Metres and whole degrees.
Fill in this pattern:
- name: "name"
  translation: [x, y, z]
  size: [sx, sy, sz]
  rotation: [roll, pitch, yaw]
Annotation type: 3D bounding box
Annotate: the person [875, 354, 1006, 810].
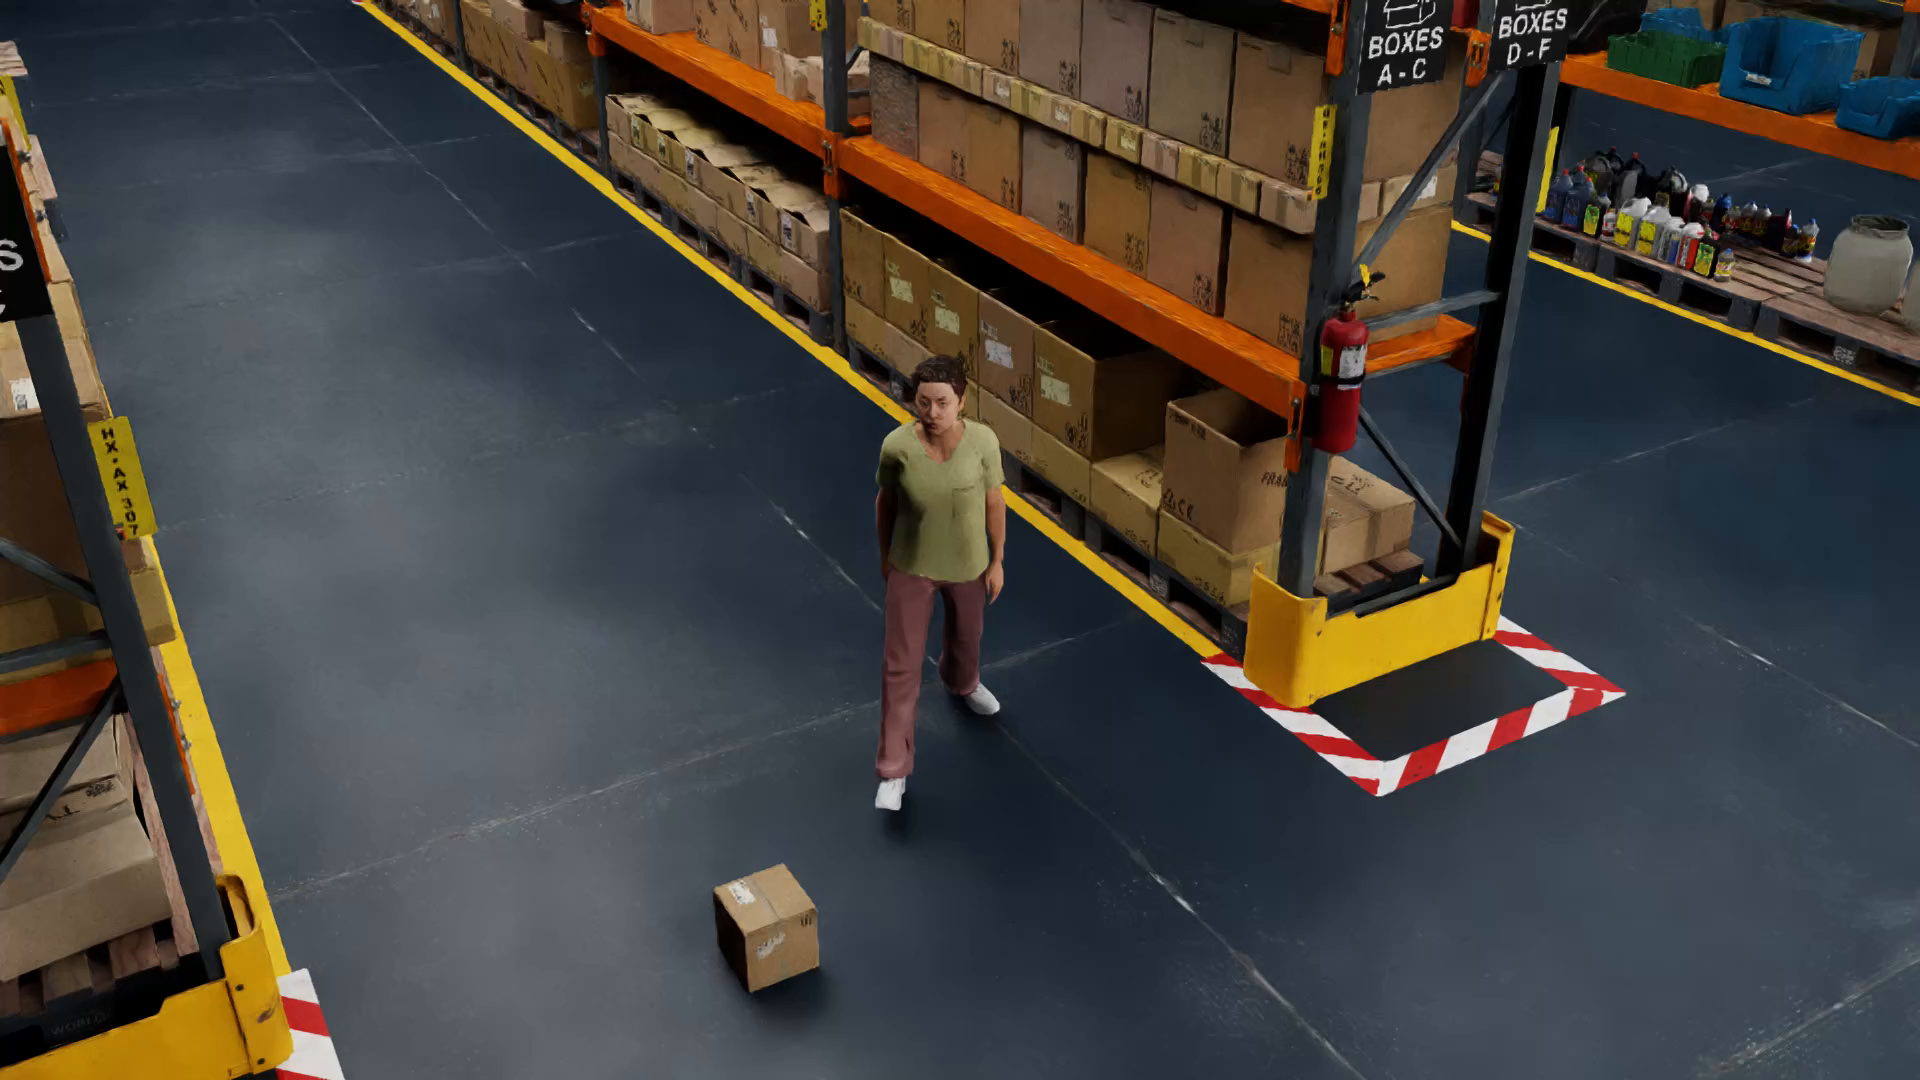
- name: "person"
  translation: [-0.082, 0.126, 5.961]
  size: [0.541, 1.575, 0.900]
  rotation: [-3, 29, -6]
